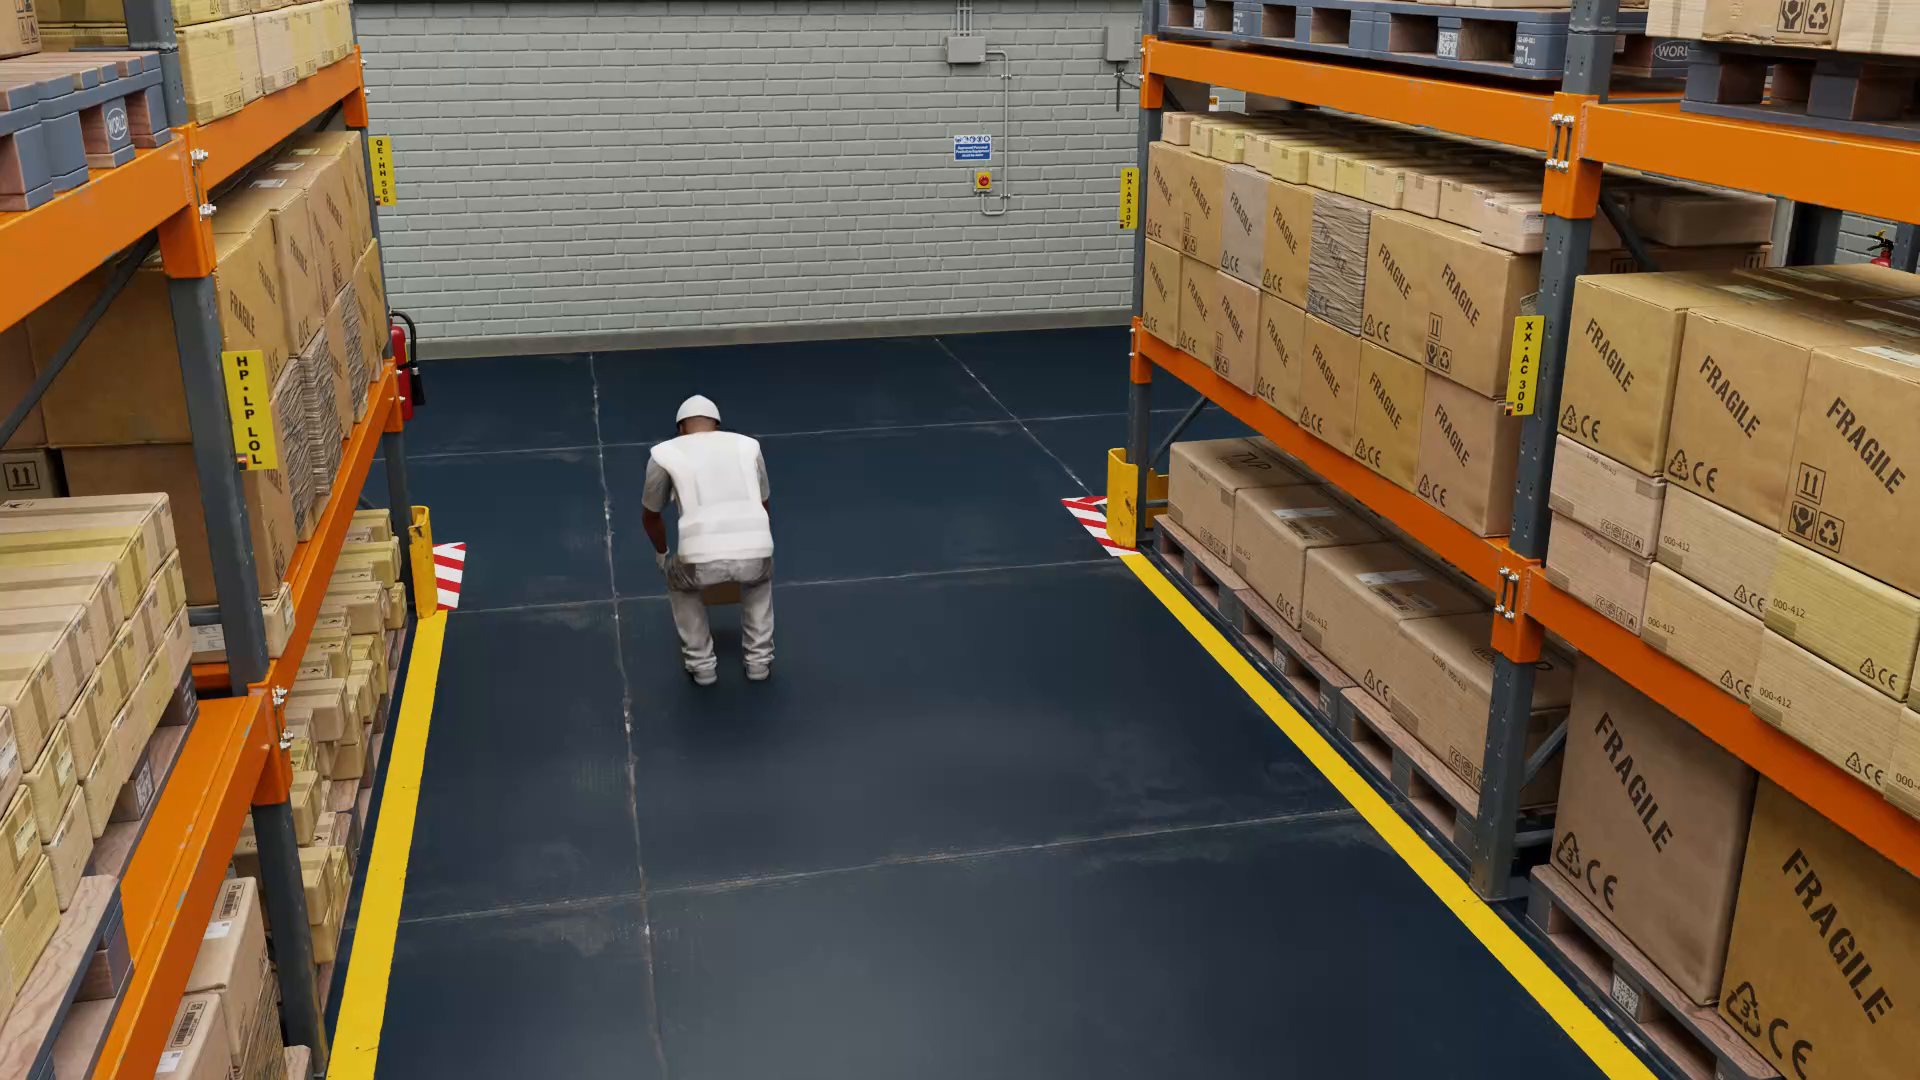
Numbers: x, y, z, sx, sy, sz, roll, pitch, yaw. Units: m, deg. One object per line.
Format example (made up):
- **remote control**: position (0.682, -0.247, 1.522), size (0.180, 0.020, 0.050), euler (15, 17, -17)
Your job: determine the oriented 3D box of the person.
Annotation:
- **person**: position (-1.166, 0.014, 7.784), size (0.606, 1.264, 0.833), euler (-4, 20, -12)
